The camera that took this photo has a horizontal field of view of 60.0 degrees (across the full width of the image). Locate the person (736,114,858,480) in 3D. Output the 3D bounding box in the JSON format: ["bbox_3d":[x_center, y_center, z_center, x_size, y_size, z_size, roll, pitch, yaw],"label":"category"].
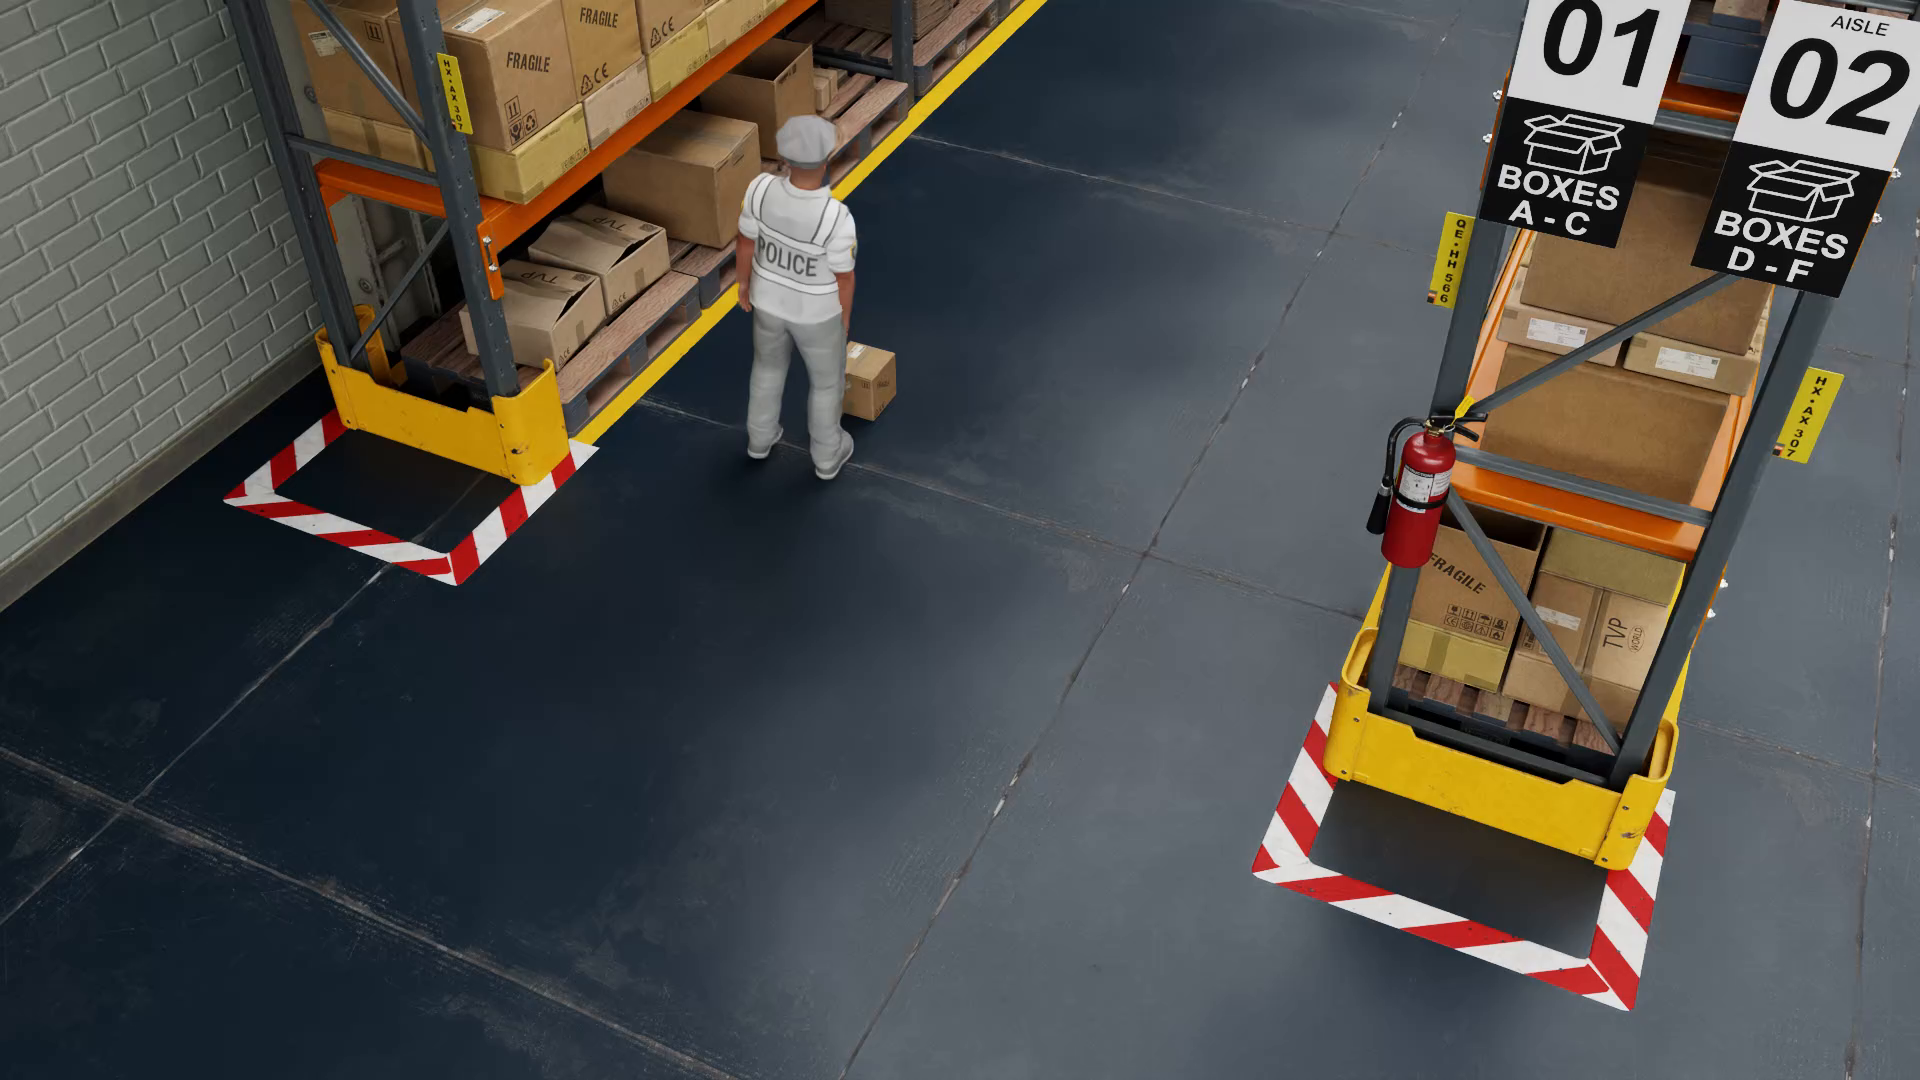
[{"bbox_3d":[-0.713,-1.056,7.316,0.643,1.774,0.397,18,45,20],"label":"person"}]
